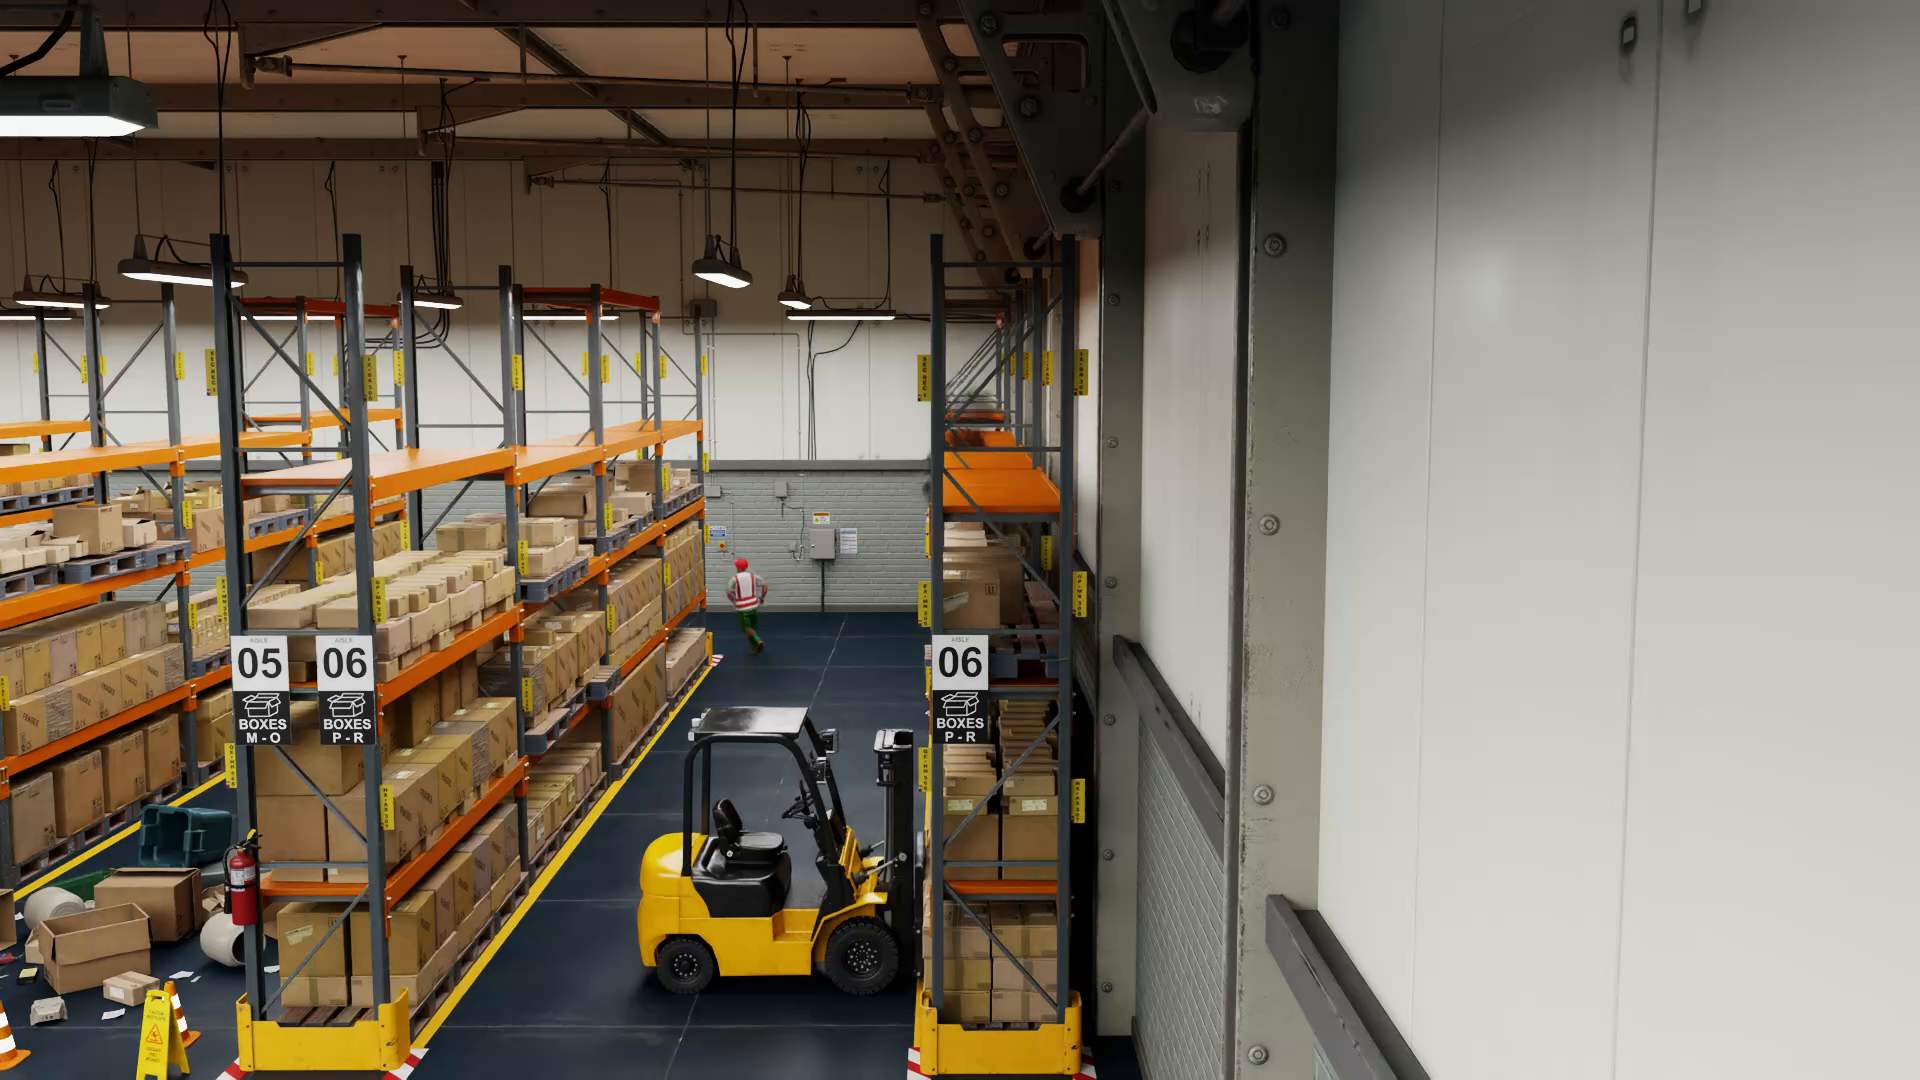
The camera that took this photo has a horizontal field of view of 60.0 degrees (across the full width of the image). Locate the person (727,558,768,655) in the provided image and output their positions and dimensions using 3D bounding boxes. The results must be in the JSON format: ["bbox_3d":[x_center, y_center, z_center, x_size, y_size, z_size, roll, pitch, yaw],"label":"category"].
[{"bbox_3d":[-3.645,1.177,28.446,0.703,1.758,0.797,-3,7,-28],"label":"person"}]
